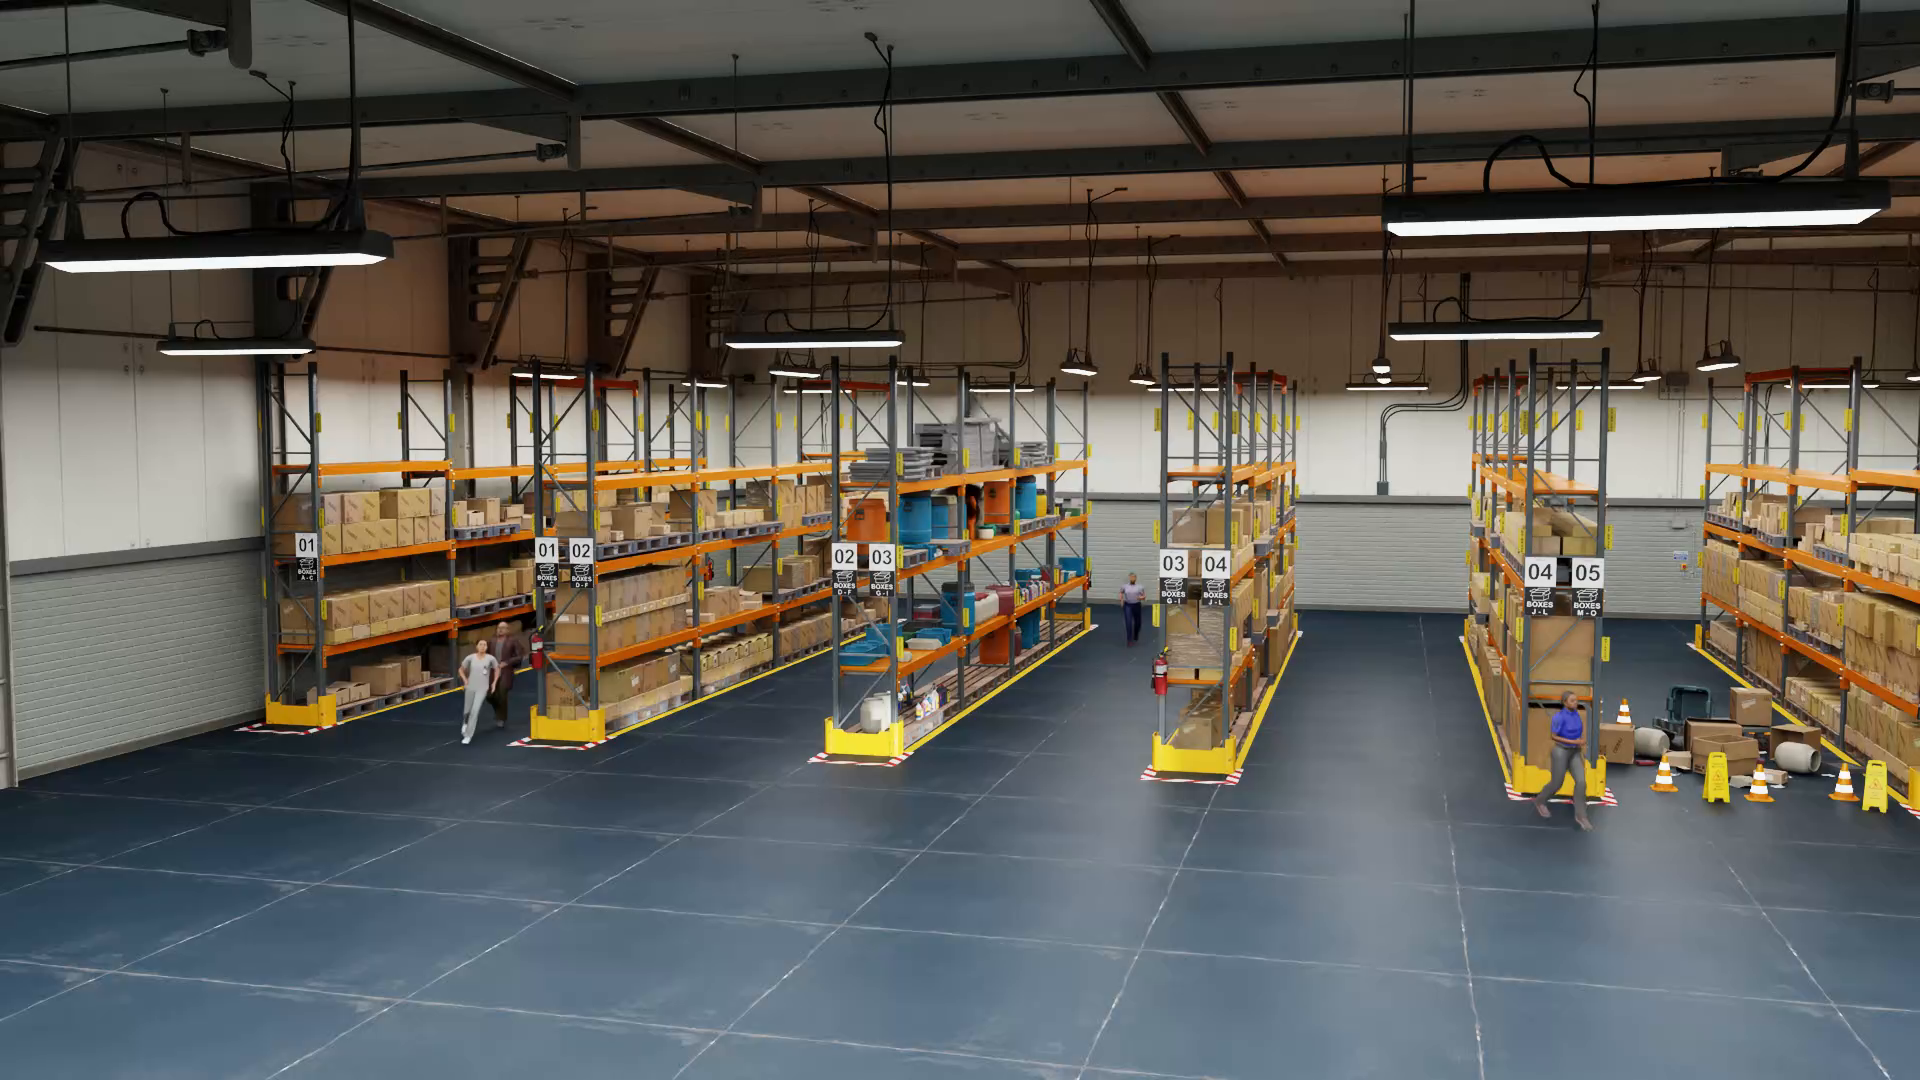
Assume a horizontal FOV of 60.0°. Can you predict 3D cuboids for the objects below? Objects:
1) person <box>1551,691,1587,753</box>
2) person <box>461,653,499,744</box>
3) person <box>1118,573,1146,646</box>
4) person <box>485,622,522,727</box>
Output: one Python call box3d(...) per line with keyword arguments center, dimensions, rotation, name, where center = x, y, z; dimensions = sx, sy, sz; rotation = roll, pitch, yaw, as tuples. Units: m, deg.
box3d(center=(7.583, 2.278, 20.617), dimensions=(0.592, 0.811, 0.607), rotation=(-2, 4, -26), name="person")
box3d(center=(-7.573, 2.466, 26.188), dimensions=(0.603, 1.373, 0.857), rotation=(-1, 4, -12), name="person")
box3d(center=(3.886, 1.545, 37.501), dimensions=(0.617, 1.620, 0.892), rotation=(0, 4, 2), name="person")
box3d(center=(-7.581, 2.218, 27.432), dimensions=(0.707, 1.725, 0.570), rotation=(0, 4, 1), name="person")
